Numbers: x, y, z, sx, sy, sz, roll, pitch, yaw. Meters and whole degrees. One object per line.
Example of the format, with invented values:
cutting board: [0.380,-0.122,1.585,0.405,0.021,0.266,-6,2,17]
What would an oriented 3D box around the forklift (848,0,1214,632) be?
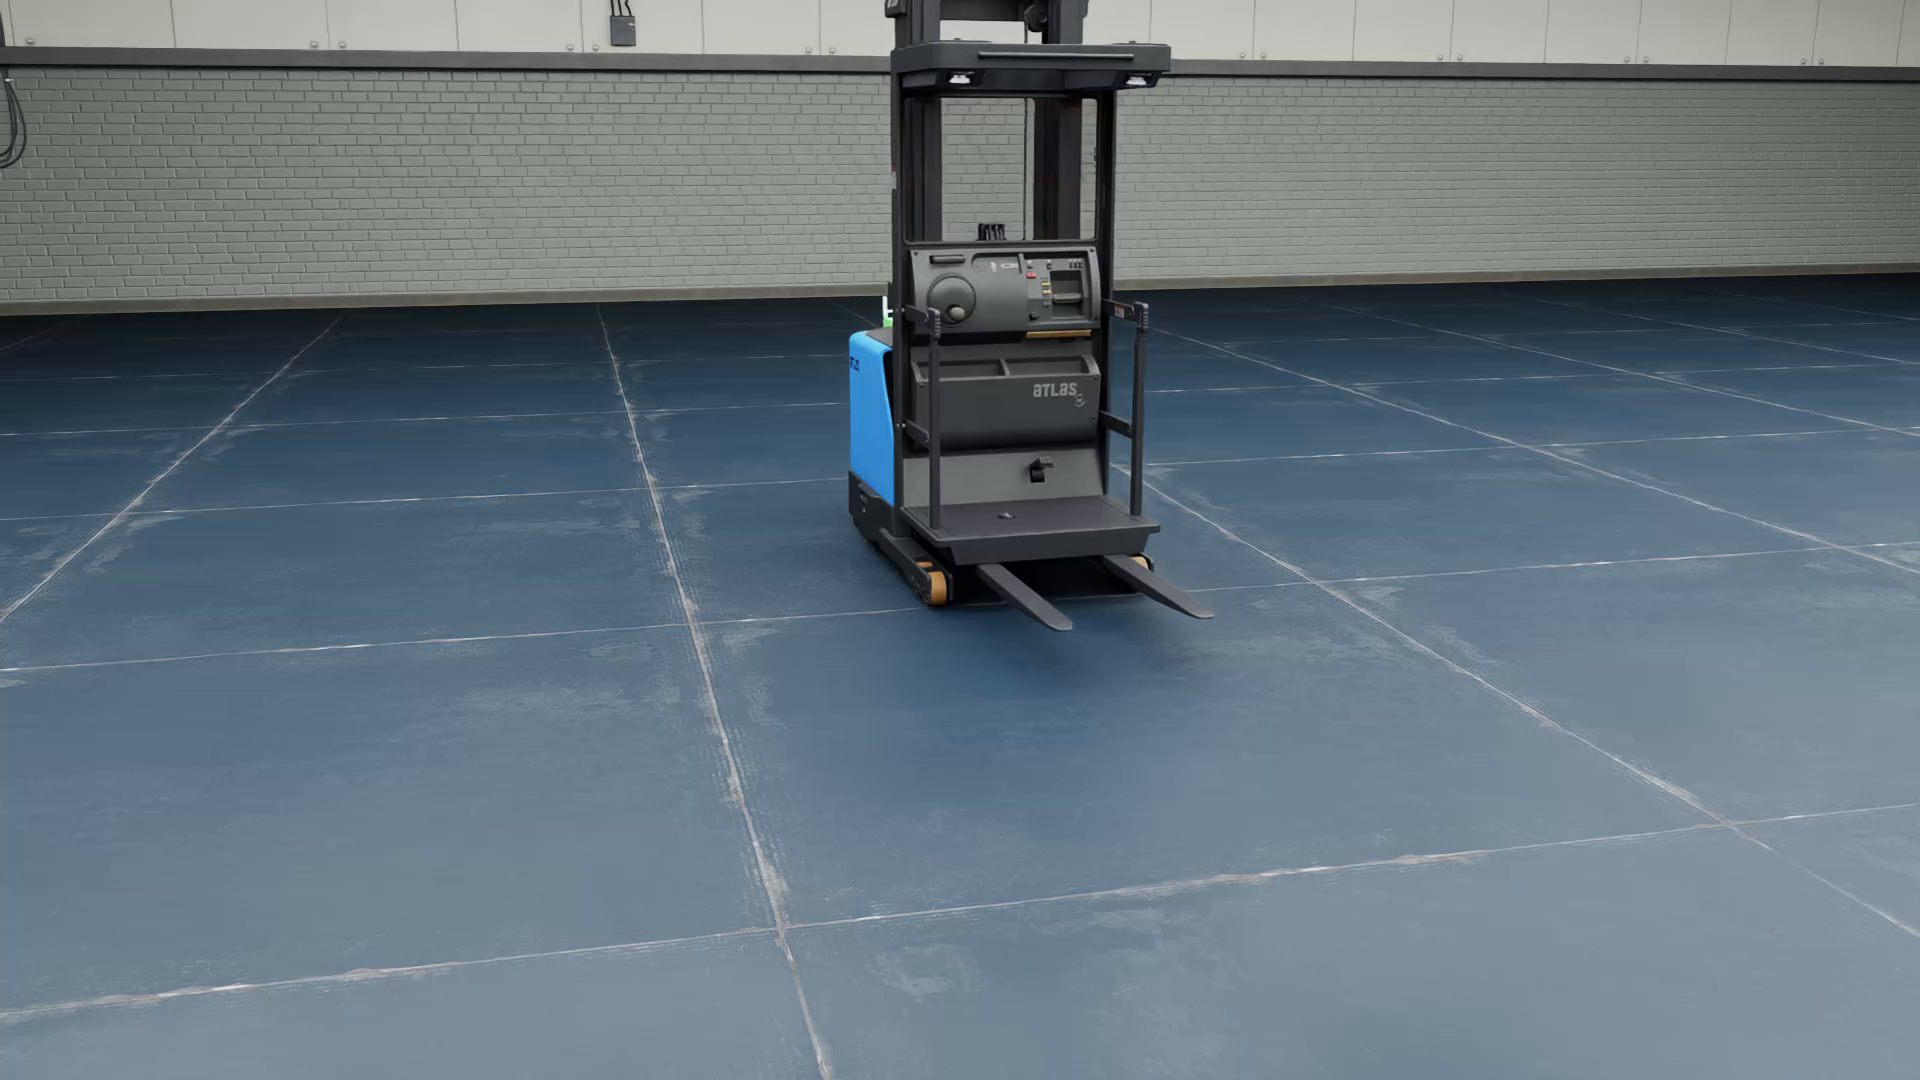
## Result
forklift: [0.284,-1.220,7.743,1.130,2.935,3.031,-4,14,-16]

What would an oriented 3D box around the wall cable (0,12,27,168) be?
wall cable: [-12.477,-5.492,18.988,3.097,2.526,0.112,-3,14,-13]

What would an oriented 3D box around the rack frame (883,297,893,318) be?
rack frame: [-0.329,-0.837,9.823,0.240,1.200,0.015,-4,14,-16]

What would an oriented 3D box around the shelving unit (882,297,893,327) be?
shelving unit: [-0.261,-0.781,9.596,0.258,1.200,0.503,-4,14,-16]

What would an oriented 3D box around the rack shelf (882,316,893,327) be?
rack shelf: [-0.261,-1.185,9.497,0.258,0.148,0.480,-4,14,-16]

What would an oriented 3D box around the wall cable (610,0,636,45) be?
wall cable: [-3.245,-9.178,20.367,2.305,6.003,0.169,-3,14,-13]
